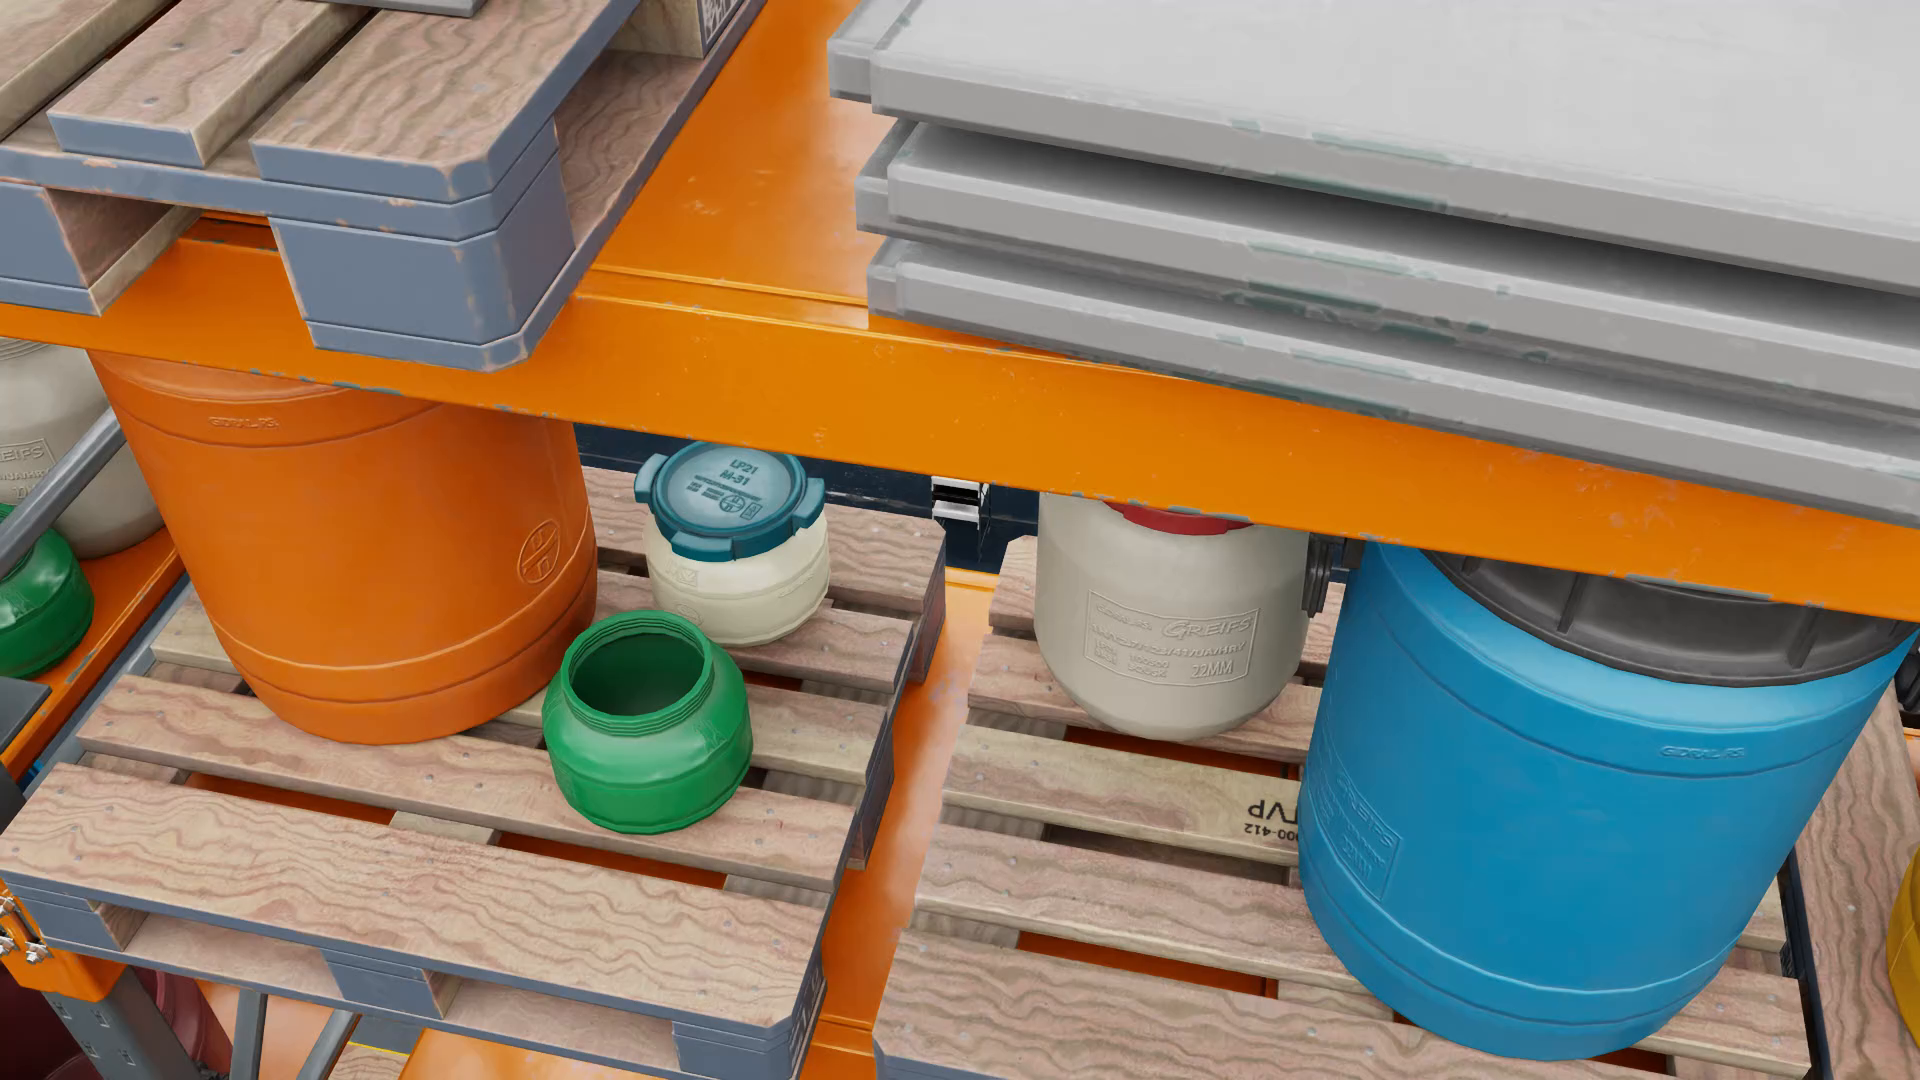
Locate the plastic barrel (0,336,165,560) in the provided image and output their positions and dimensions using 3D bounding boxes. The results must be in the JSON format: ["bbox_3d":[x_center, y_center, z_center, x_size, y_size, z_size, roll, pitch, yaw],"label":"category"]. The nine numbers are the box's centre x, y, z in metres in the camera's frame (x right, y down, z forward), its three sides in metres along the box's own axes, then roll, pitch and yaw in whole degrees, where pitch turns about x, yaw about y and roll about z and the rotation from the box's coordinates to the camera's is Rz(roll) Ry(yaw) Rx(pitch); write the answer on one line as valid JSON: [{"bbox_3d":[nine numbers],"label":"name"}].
[{"bbox_3d":[-1.674,-0.253,3.066,0.421,0.512,0.421,0,44,0],"label":"plastic barrel"}]

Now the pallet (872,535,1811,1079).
[{"bbox_3d":[0.572,0.493,2.508,1.213,0.211,1.003,9,45,9],"label":"pallet"}]

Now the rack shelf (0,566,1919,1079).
[{"bbox_3d":[0.514,0.604,2.776,4.000,0.370,1.077,9,45,9],"label":"rack shelf"}]

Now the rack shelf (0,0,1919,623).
[{"bbox_3d":[0.514,-0.333,1.874,4.000,0.370,1.077,9,45,9],"label":"rack shelf"}]

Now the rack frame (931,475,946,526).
[{"bbox_3d":[-0.091,-0.338,6.913,0.006,0.900,0.240,9,45,9],"label":"rack frame"}]

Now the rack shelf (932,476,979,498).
[{"bbox_3d":[0.008,-0.299,6.920,0.200,0.077,0.258,9,45,9],"label":"rack shelf"}]

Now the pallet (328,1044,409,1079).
[{"bbox_3d":[-2.186,1.983,4.997,1.213,0.211,1.003,9,45,9],"label":"pallet"}]

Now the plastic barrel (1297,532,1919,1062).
[{"bbox_3d":[0.766,0.160,2.053,0.708,0.901,0.600,9,45,9],"label":"plastic barrel"}]

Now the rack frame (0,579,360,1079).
[{"bbox_3d":[-1.438,1.122,3.881,0.127,3.000,1.000,9,45,9],"label":"rack frame"}]

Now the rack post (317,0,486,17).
[{"bbox_3d":[-0.722,-0.930,1.742,0.937,0.300,0.954,9,45,9],"label":"rack post"}]

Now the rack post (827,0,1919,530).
[{"bbox_3d":[0.462,-0.474,1.574,0.954,0.300,0.937,13,45,13],"label":"rack post"}]

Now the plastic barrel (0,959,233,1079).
[{"bbox_3d":[-1.957,1.208,3.694,0.708,0.536,0.600,9,45,9],"label":"plastic barrel"}]

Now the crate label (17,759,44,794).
[{"bbox_3d":[-2.349,0.776,4.215,0.616,0.435,0.502,9,45,9],"label":"crate label"}]

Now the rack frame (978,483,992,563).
[{"bbox_3d":[0.107,-0.308,6.881,0.006,0.900,0.240,9,45,9],"label":"rack frame"}]

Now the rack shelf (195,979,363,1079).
[{"bbox_3d":[-3.390,1.079,4.445,4.000,0.370,1.077,9,45,9],"label":"rack shelf"}]

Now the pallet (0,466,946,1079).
[{"bbox_3d":[-0.713,0.292,2.717,1.213,0.211,1.003,9,45,9],"label":"pallet"}]

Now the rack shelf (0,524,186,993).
[{"bbox_3d":[-3.390,-0.002,3.405,4.000,0.370,1.077,9,45,9],"label":"rack shelf"}]

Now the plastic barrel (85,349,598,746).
[{"bbox_3d":[-0.885,-0.177,2.455,0.708,0.830,0.600,9,45,9],"label":"plastic barrel"}]

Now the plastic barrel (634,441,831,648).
[{"bbox_3d":[-0.360,0.003,2.678,0.301,0.262,0.301,0,44,0],"label":"plastic barrel"}]

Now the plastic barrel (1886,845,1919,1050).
[{"bbox_3d":[1.530,0.427,2.002,0.600,0.588,0.600,0,44,0],"label":"plastic barrel"}]

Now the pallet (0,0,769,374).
[{"bbox_3d":[-0.741,-0.697,1.870,1.003,0.211,1.213,9,45,9],"label":"pallet"}]

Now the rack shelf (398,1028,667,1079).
[{"bbox_3d":[0.514,1.684,3.816,4.000,0.370,1.077,9,45,9],"label":"rack shelf"}]

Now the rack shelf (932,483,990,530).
[{"bbox_3d":[0.008,-0.169,7.045,0.200,0.077,0.258,9,45,9],"label":"rack shelf"}]

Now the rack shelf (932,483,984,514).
[{"bbox_3d":[0.008,-0.234,6.982,0.200,0.077,0.258,9,45,9],"label":"rack shelf"}]

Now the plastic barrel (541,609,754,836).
[{"bbox_3d":[-0.454,0.262,2.421,0.294,0.245,0.294,0,44,0],"label":"plastic barrel"}]

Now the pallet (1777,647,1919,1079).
[{"bbox_3d":[1.679,0.663,2.332,1.003,0.211,1.213,9,45,9],"label":"pallet"}]

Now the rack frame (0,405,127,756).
[{"bbox_3d":[-1.438,-1.039,1.801,0.127,3.000,1.000,9,45,9],"label":"rack frame"}]

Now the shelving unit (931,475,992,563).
[{"bbox_3d":[0.008,-0.323,6.897,0.210,0.900,0.258,9,45,9],"label":"shelving unit"}]

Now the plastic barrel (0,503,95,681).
[{"bbox_3d":[-1.690,0.095,2.898,0.294,0.245,0.294,0,44,0],"label":"plastic barrel"}]

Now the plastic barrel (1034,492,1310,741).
[{"bbox_3d":[0.325,0.008,2.475,0.433,0.535,0.433,0,44,0],"label":"plastic barrel"}]
